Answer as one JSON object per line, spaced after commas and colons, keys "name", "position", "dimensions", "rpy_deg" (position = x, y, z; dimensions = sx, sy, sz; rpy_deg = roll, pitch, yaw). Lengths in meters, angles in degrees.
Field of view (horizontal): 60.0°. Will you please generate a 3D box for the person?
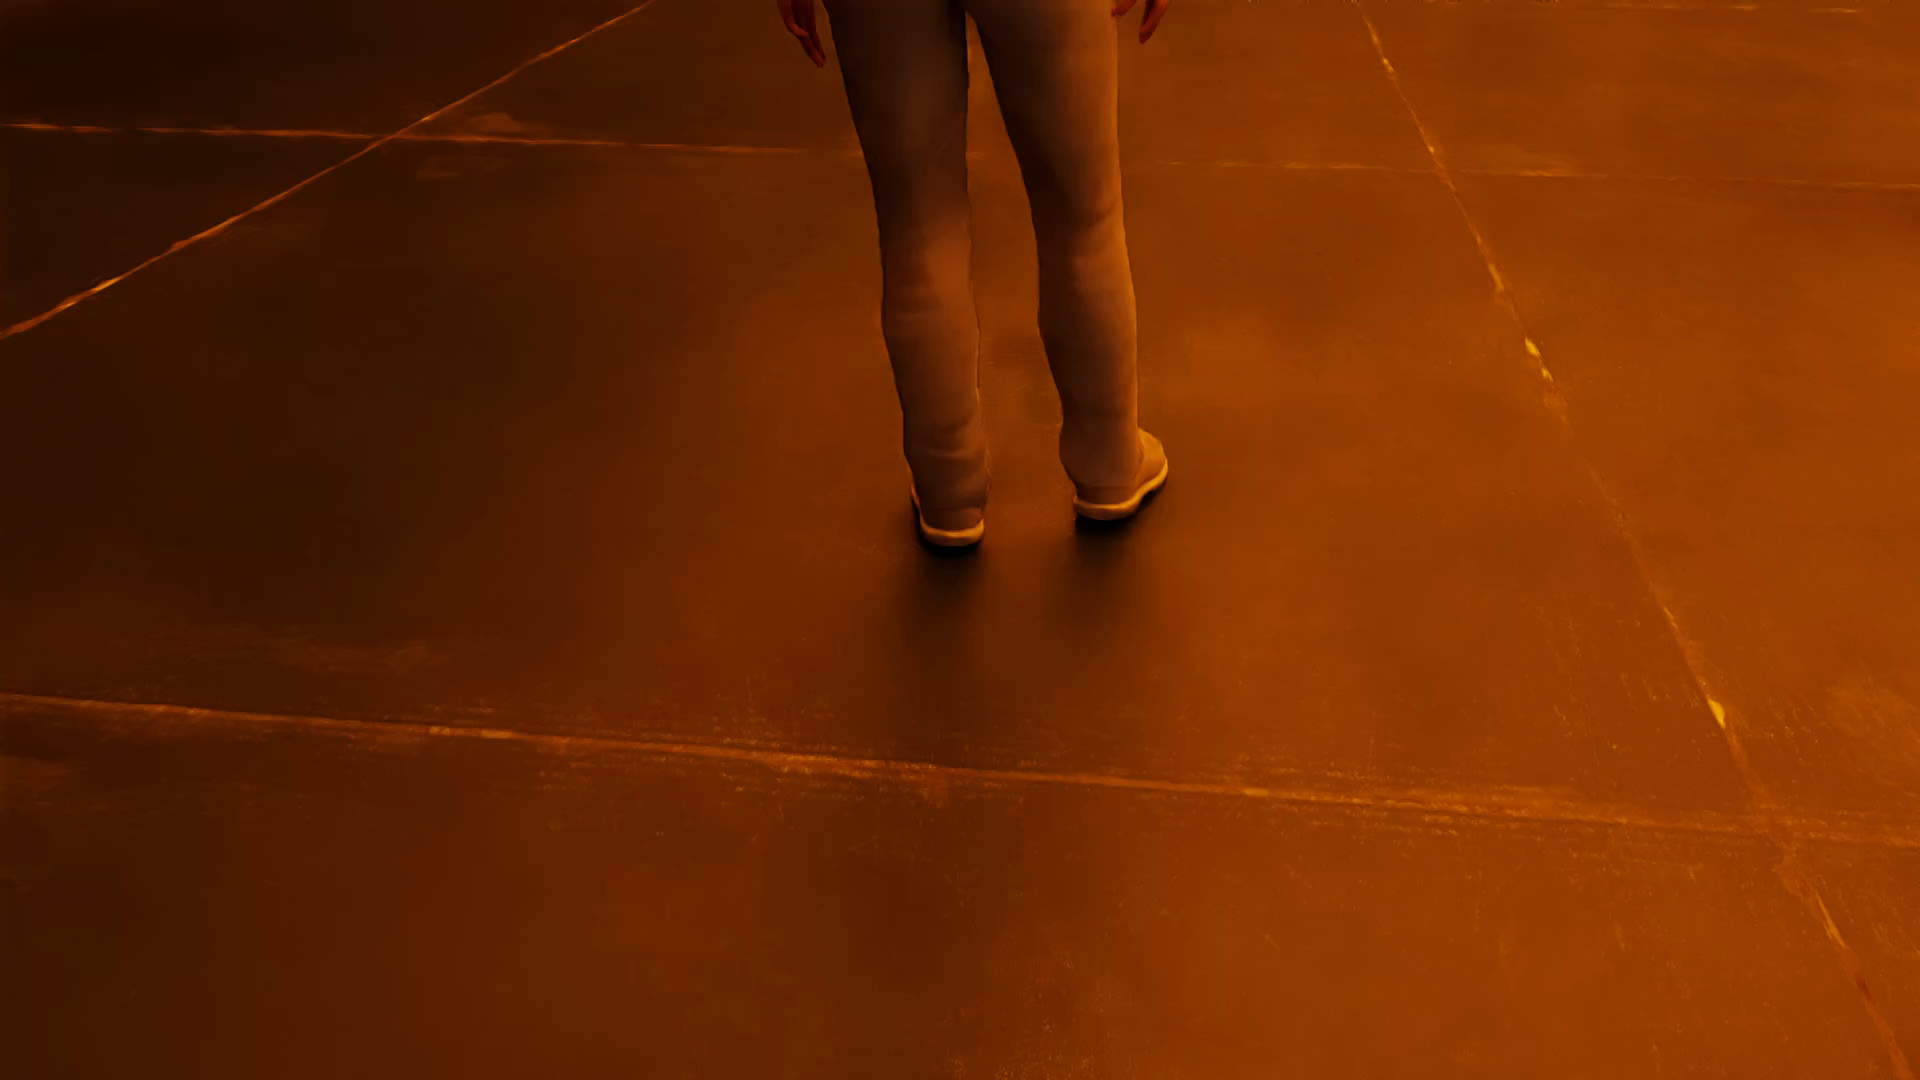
{"name": "person", "position": [0.029, -0.797, 2.183], "dimensions": [0.570, 1.695, 0.529], "rpy_deg": [3, 27, 7]}
